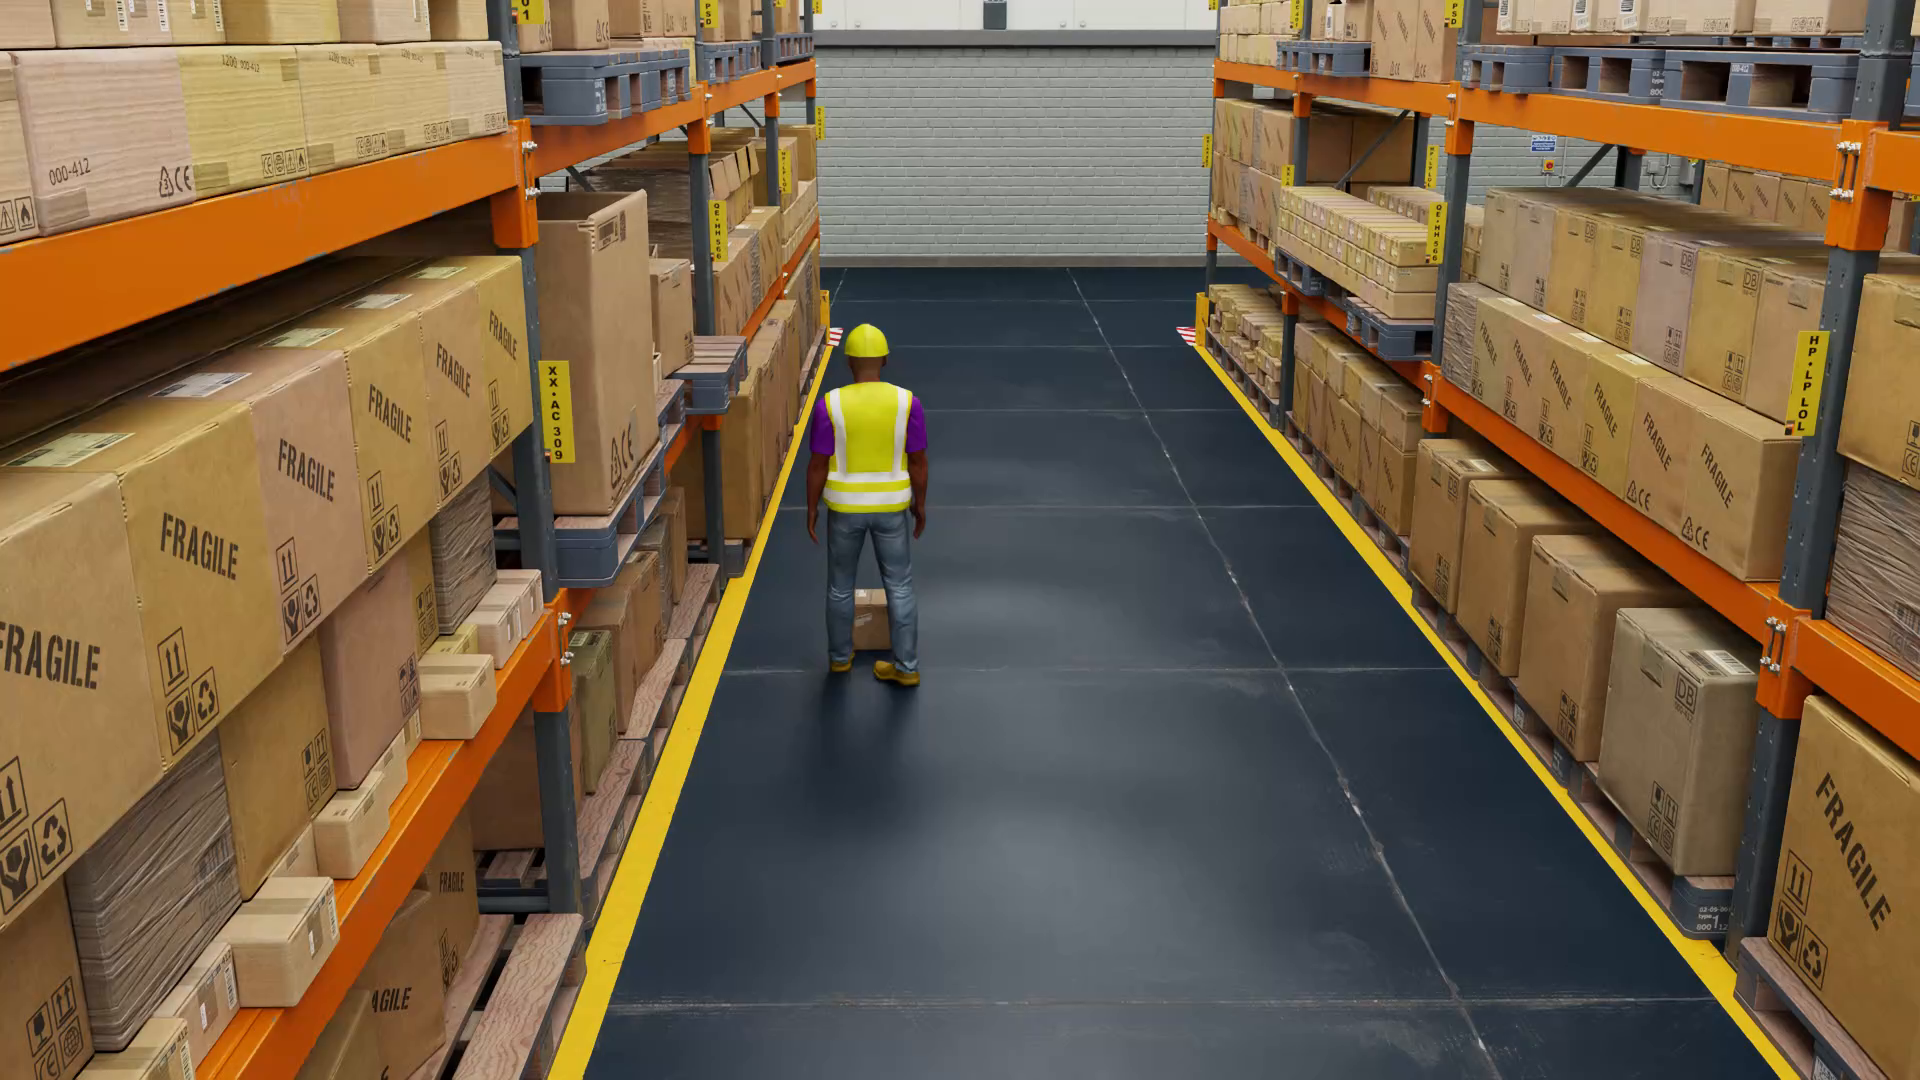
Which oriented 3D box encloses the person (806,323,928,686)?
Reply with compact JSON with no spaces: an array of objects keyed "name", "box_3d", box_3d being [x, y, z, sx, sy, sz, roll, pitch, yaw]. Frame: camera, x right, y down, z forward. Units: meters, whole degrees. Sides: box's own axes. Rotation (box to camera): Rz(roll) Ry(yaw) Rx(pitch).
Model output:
[{"name":"person","box_3d":[-0.461,-0.183,8.099,0.585,1.769,0.582,-3,17,-9]}]
